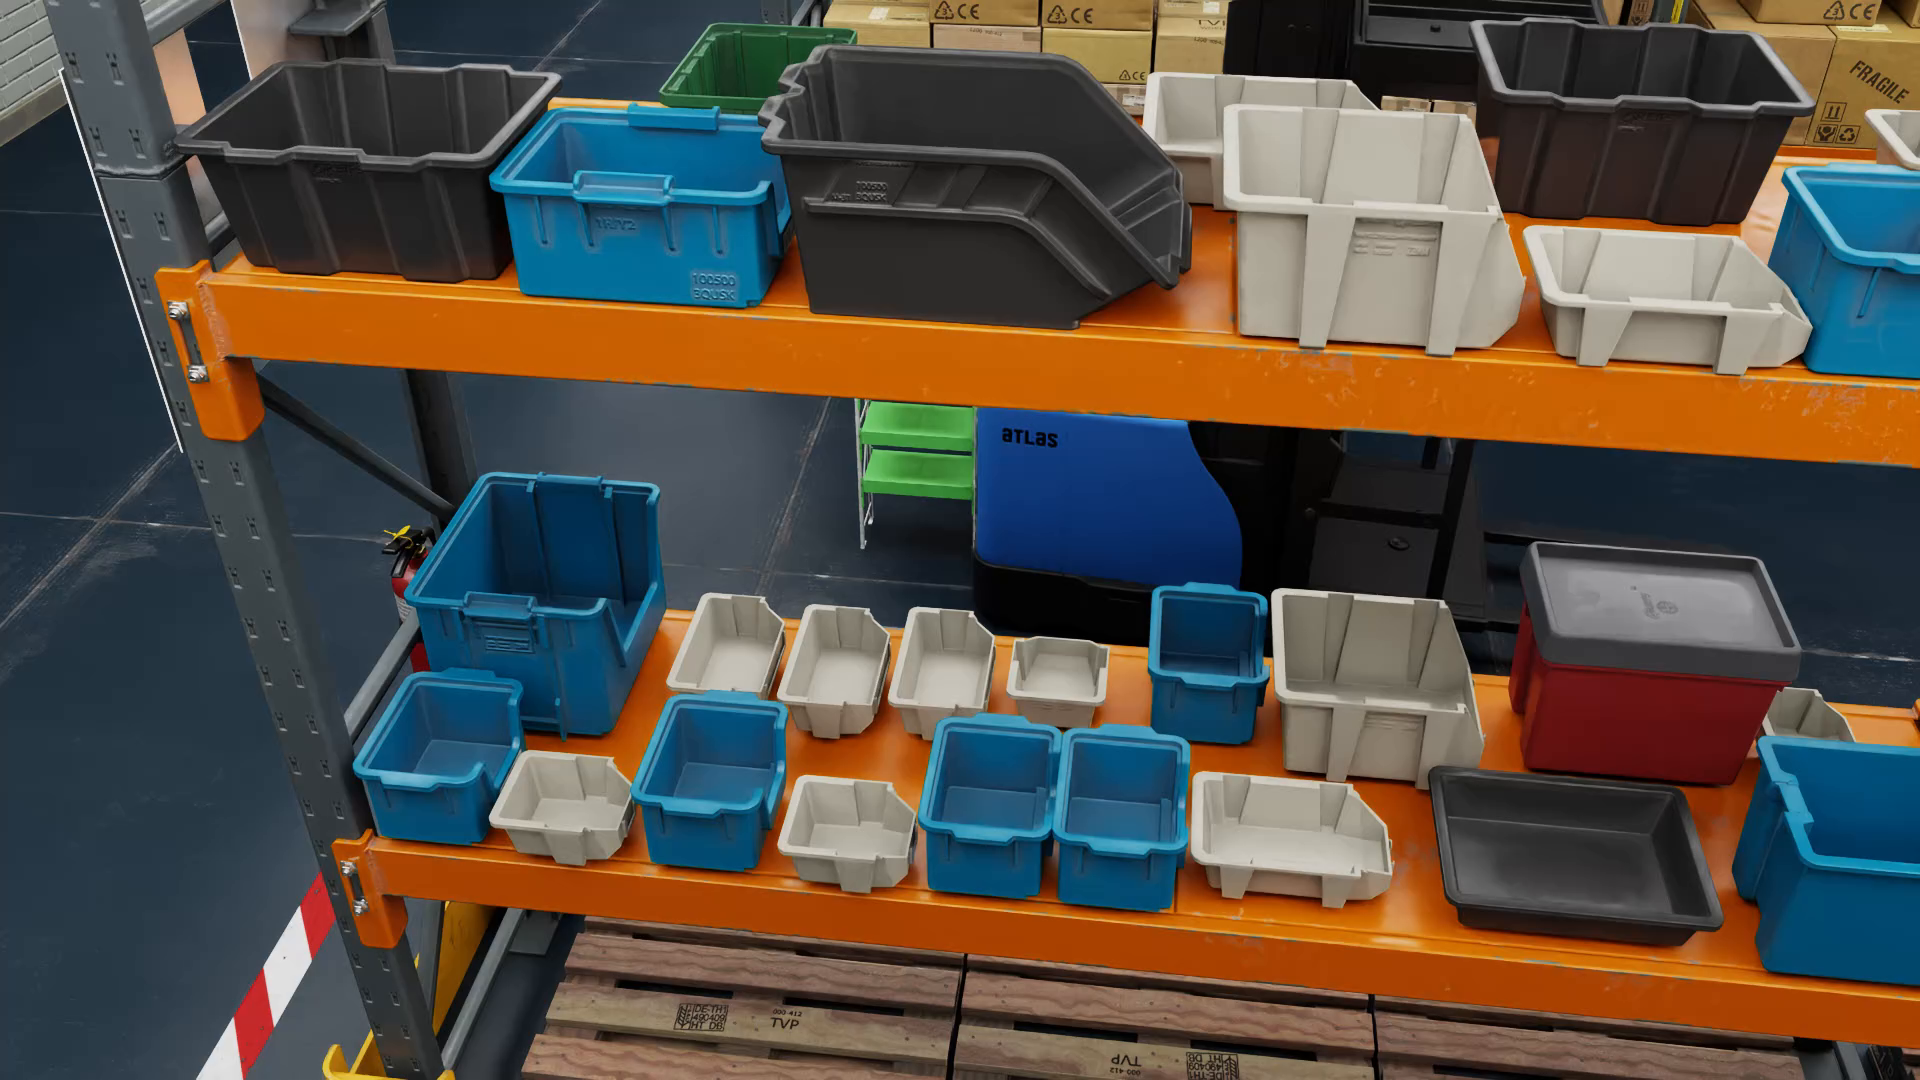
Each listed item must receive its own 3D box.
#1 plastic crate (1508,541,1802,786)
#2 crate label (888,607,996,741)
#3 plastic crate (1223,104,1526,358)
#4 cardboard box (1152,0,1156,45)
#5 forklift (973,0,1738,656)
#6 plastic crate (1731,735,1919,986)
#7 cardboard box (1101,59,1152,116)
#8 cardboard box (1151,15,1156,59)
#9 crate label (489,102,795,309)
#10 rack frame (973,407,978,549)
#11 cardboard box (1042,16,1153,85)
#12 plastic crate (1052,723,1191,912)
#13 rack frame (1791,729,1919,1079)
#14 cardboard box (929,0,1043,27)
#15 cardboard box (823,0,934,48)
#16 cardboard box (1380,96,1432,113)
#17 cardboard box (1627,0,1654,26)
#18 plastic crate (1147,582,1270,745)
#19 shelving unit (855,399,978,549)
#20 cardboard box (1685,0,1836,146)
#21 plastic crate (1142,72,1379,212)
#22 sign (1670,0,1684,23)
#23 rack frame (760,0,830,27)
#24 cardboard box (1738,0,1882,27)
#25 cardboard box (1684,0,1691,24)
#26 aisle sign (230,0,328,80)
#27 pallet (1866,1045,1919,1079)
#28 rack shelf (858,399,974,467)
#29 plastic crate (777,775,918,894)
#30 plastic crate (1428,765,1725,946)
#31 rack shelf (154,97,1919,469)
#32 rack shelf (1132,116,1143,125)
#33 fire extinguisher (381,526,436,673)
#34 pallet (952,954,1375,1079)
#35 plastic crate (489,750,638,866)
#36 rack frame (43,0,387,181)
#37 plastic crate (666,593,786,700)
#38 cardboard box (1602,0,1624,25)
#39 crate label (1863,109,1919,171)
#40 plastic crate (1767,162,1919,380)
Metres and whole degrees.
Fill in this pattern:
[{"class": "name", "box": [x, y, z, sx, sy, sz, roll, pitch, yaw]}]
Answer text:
[{"class": "plastic crate", "box": [1.678, 0.316, 4.118, 0.583, 0.464, 0.402, 4, 36, 6]}, {"class": "crate label", "box": [-0.039, 0.357, 4.343, 0.243, 0.136, 0.396, 4, 36, 6]}, {"class": "plastic crate", "box": [0.723, -0.549, 2.957, 0.530, 0.282, 0.437, 4, 36, 6]}, {"class": "cardboard box", "box": [0.718, -2.674, 8.288, 0.500, 0.250, 0.500, 3, 36, 4]}, {"class": "forklift", "box": [1.624, -0.959, 6.071, 3.031, 2.935, 1.130, 7, 36, 10]}, {"class": "plastic crate", "box": [2.025, 0.722, 3.619, 0.575, 0.384, 0.392, 4, 36, 6]}, {"class": "cardboard box", "box": [0.781, -2.160, 7.910, 0.250, 0.149, 0.380, 4, 36, 5]}, {"class": "cardboard box", "box": [0.861, -2.540, 8.443, 0.250, 0.149, 0.380, 4, 36, 6]}, {"class": "crate label", "box": [-0.562, -0.624, 3.089, 0.502, 0.251, 0.408, 4, 36, 6]}, {"class": "rack frame", "box": [0.078, -0.483, 6.893, 0.015, 1.200, 0.240, 4, 36, 6]}, {"class": "cardboard box", "box": [0.651, -2.367, 7.858, 0.500, 0.250, 0.500, 3, 36, 4]}, {"class": "plastic crate", "box": [0.371, 0.653, 3.846, 0.300, 0.233, 0.416, 4, 36, 6]}, {"class": "rack frame", "box": [2.532, 0.578, 3.859, 0.127, 3.000, 1.000, 4, 36, 6]}, {"class": "cardboard box", "box": [0.133, -2.709, 7.692, 0.500, 0.500, 0.500, 3, 36, 5]}, {"class": "cardboard box", "box": [-0.363, -2.441, 7.961, 0.500, 0.250, 0.500, 3, 36, 5]}, {"class": "cardboard box", "box": [2.053, -2.065, 7.777, 0.250, 0.149, 0.380, 5, 36, 7]}, {"class": "cardboard box", "box": [5.119, -4.035, 12.111, 0.500, 0.500, 0.500, 6, 36, 8]}, {"class": "plastic crate", "box": [0.634, 0.329, 4.299, 0.300, 0.233, 0.416, 4, 36, 6]}, {"class": "shelving unit", "box": [-0.164, -0.501, 6.919, 0.503, 1.200, 0.258, 4, 36, 6]}, {"class": "cardboard box", "box": [3.587, -2.139, 7.579, 0.500, 0.500, 0.500, 4, 36, 6]}, {"class": "plastic crate", "box": [0.645, -0.822, 3.465, 0.530, 0.136, 0.437, 4, 36, 6]}, {"class": "sign", "box": [3.093, -2.341, 7.135, 0.005, 0.325, 0.100, 4, 36, 6]}, {"class": "rack frame", "box": [-0.805, -2.572, 8.272, 0.127, 3.000, 1.000, 4, 36, 6]}, {"class": "cardboard box", "box": [3.797, -2.683, 7.477, 0.637, 0.503, 0.797, 3, 36, 5]}, {"class": "cardboard box", "box": [3.661, -2.440, 8.000, 0.500, 0.500, 0.500, 4, 36, 6]}, {"class": "aisle sign", "box": [-1.470, -0.951, 3.762, 0.004, 0.787, 0.394, 4, 36, 6]}, {"class": "pallet", "box": [3.292, 1.794, 4.555, 1.213, 0.211, 1.003, 4, 36, 6]}, {"class": "rack shelf", "box": [-0.164, -0.449, 6.956, 0.480, 0.148, 0.258, 4, 36, 6]}, {"class": "plastic crate", "box": [-0.252, 0.694, 3.871, 0.298, 0.136, 0.250, 4, 36, 6]}, {"class": "plastic crate", "box": [1.387, 0.737, 3.820, 0.590, 0.125, 0.437, 4, 36, 6]}, {"class": "rack shelf", "box": [0.548, -0.499, 3.404, 4.000, 0.370, 1.077, 4, 36, 6]}, {"class": "rack shelf", "box": [1.179, -2.131, 8.274, 4.000, 0.370, 1.077, 4, 36, 6]}, {"class": "fire extinguisher", "box": [-1.527, 0.192, 4.787, 0.183, 0.674, 0.296, 4, 36, 6]}, {"class": "pallet", "box": [0.584, 1.592, 4.838, 1.213, 0.211, 1.003, 4, 36, 6]}, {"class": "plastic crate", "box": [-0.925, 0.644, 3.941, 0.298, 0.136, 0.250, 4, 36, 6]}, {"class": "rack frame", "box": [-1.436, -2.160, 2.531, 0.127, 3.000, 1.000, 4, 36, 6]}, {"class": "plastic crate", "box": [-0.604, 0.320, 4.394, 0.243, 0.136, 0.396, 4, 36, 6]}, {"class": "cardboard box", "box": [2.673, -2.522, 7.428, 0.500, 0.500, 0.500, 5, 36, 7]}, {"class": "crate label", "box": [2.083, -0.739, 3.348, 0.466, 0.136, 0.293, 4, 36, 6]}, {"class": "plastic crate", "box": [1.588, -0.459, 2.873, 0.300, 0.233, 0.416, 4, 36, 6]}]
